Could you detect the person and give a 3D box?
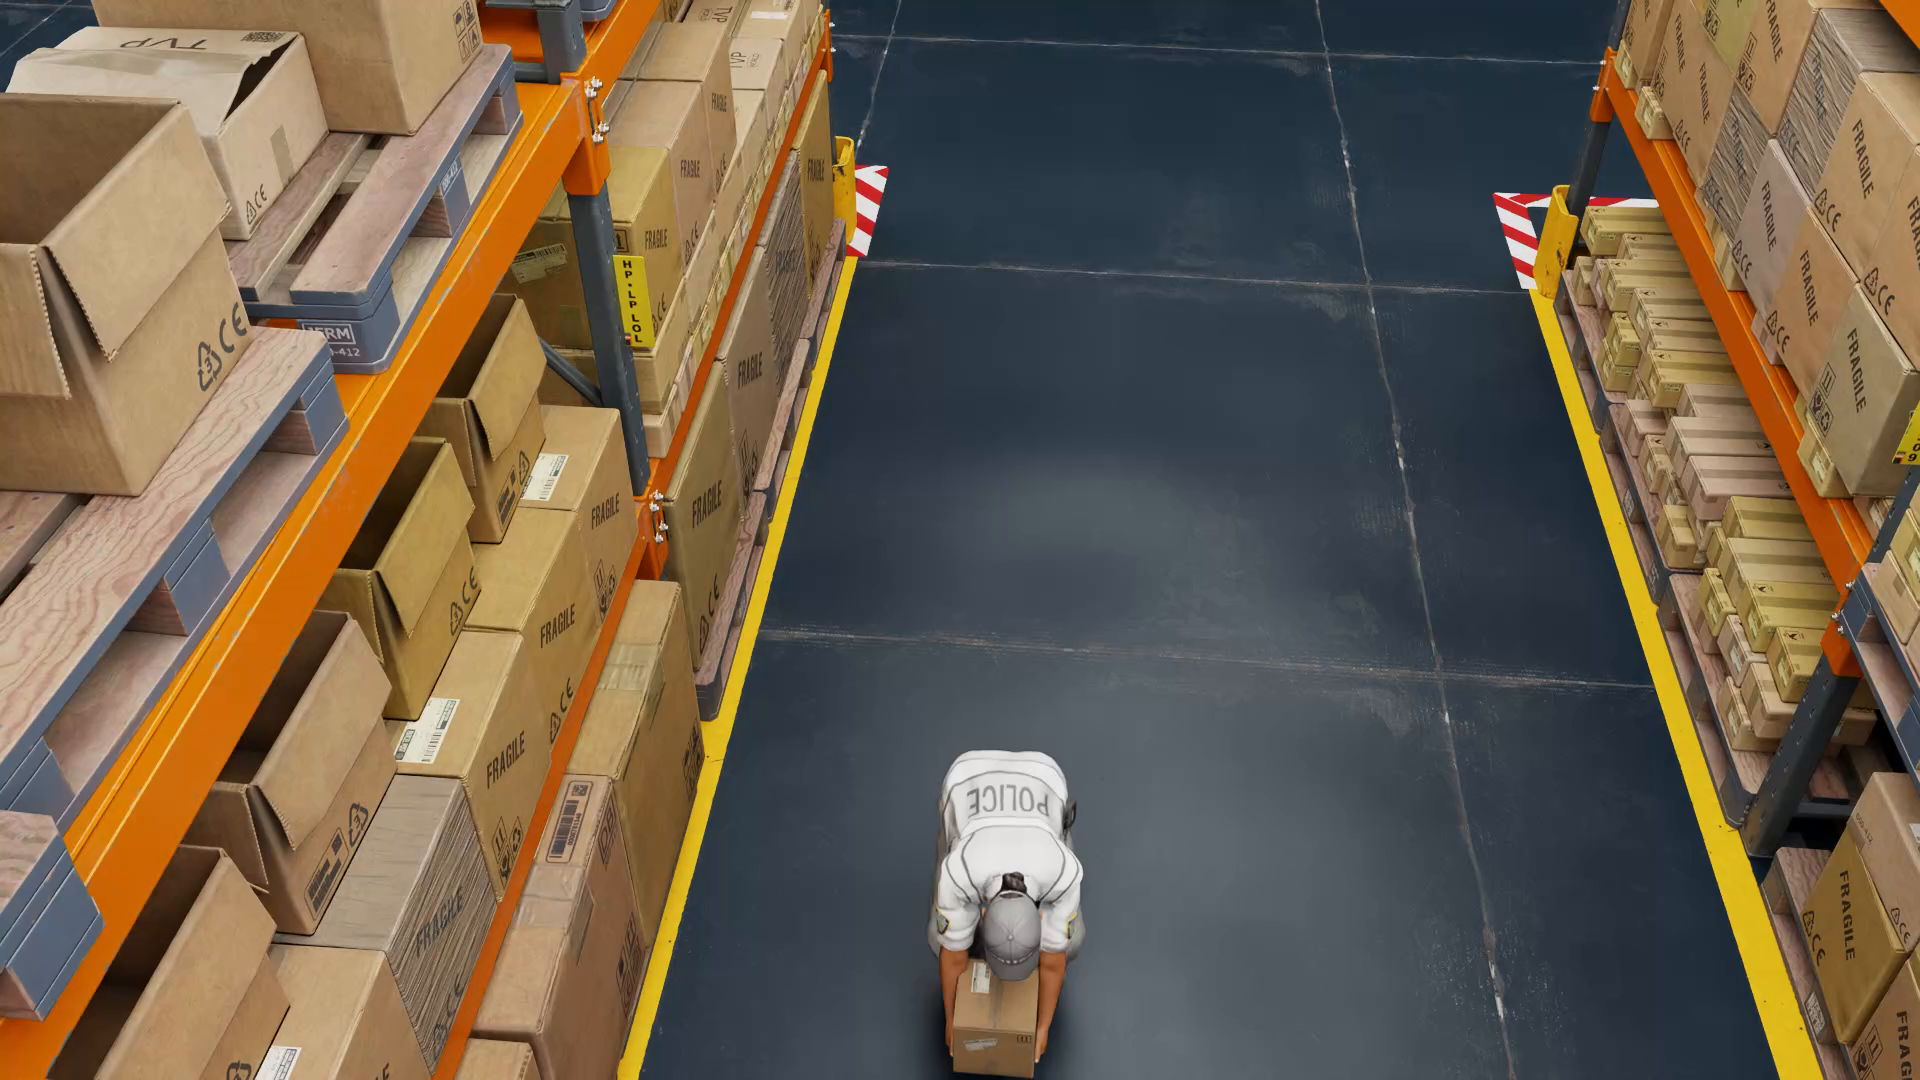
[{"bbox_3d":[0.149,1.173,5.335,0.514,0.944,0.920,2,40,2],"label":"person"}]
